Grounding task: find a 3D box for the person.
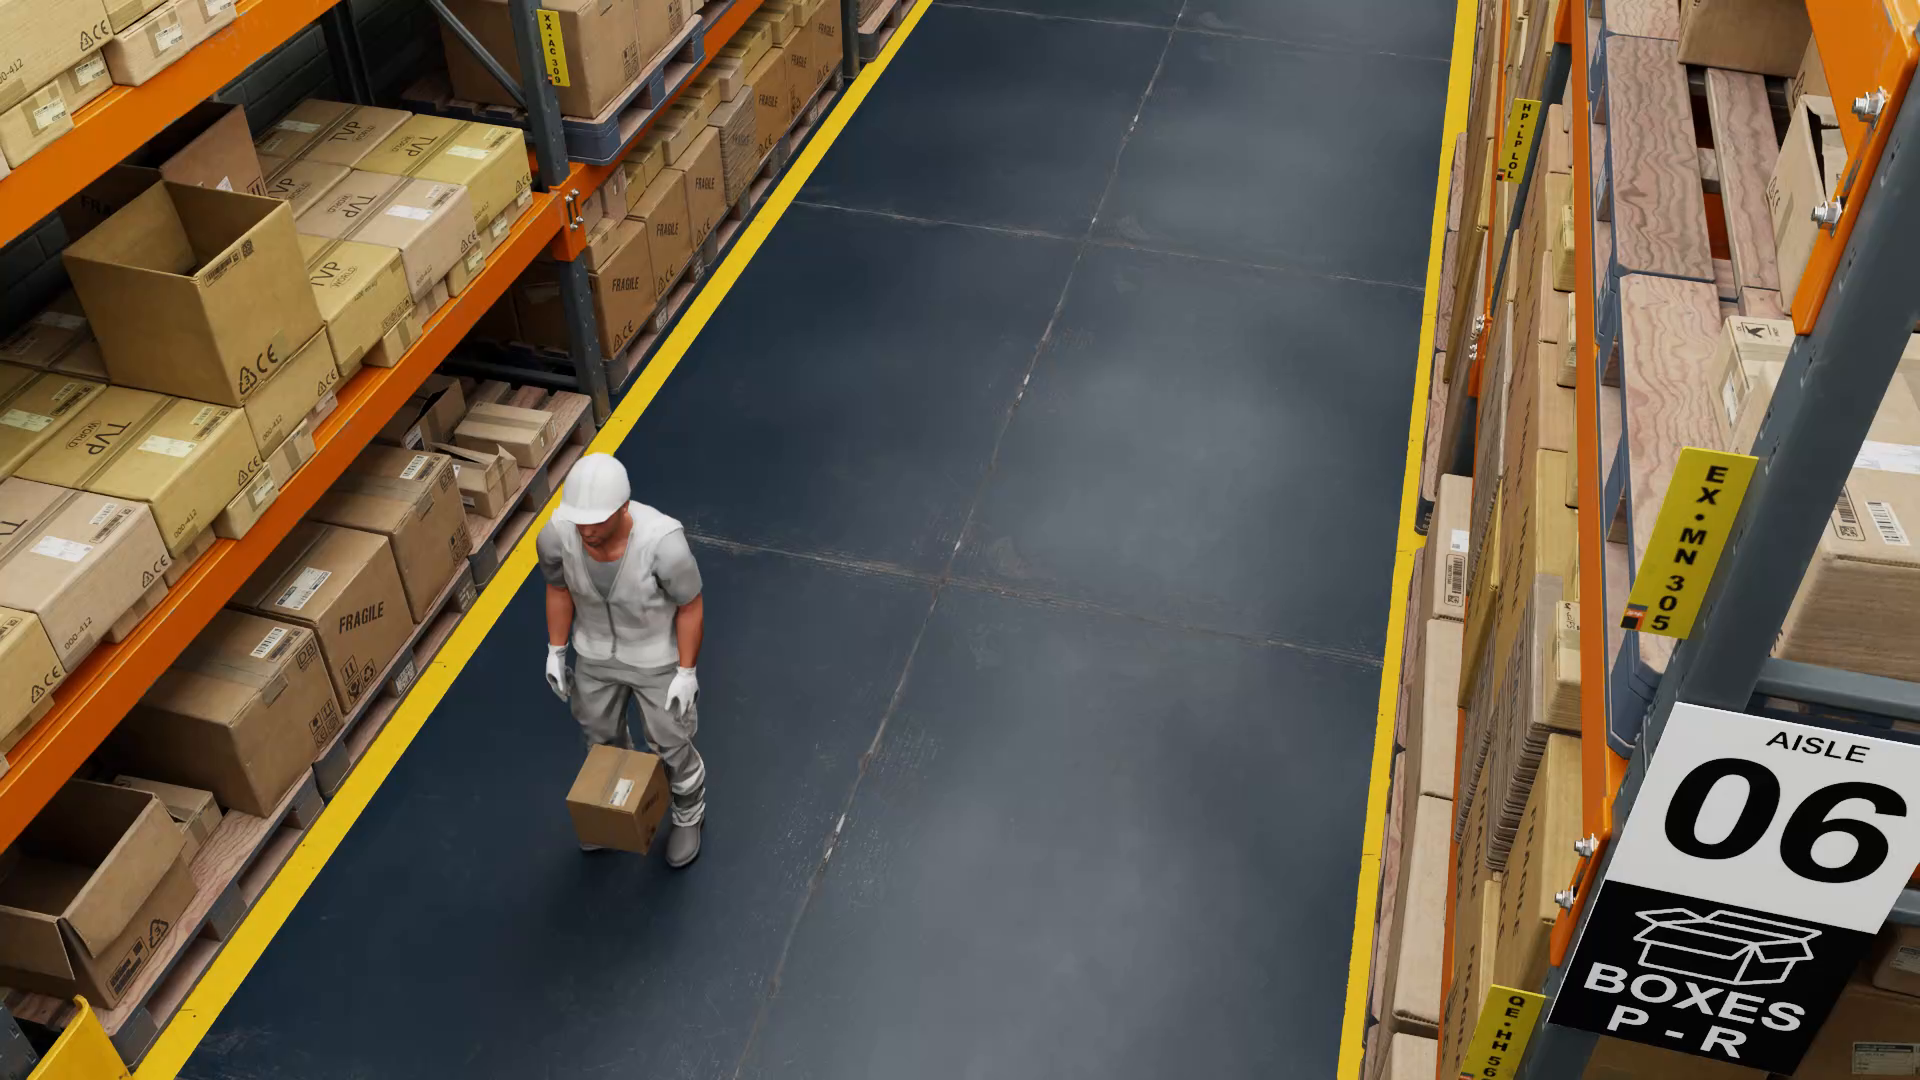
[{"bbox_3d":[-1.126,0.405,5.671,0.555,1.784,0.422,9,41,10],"label":"person"}]
